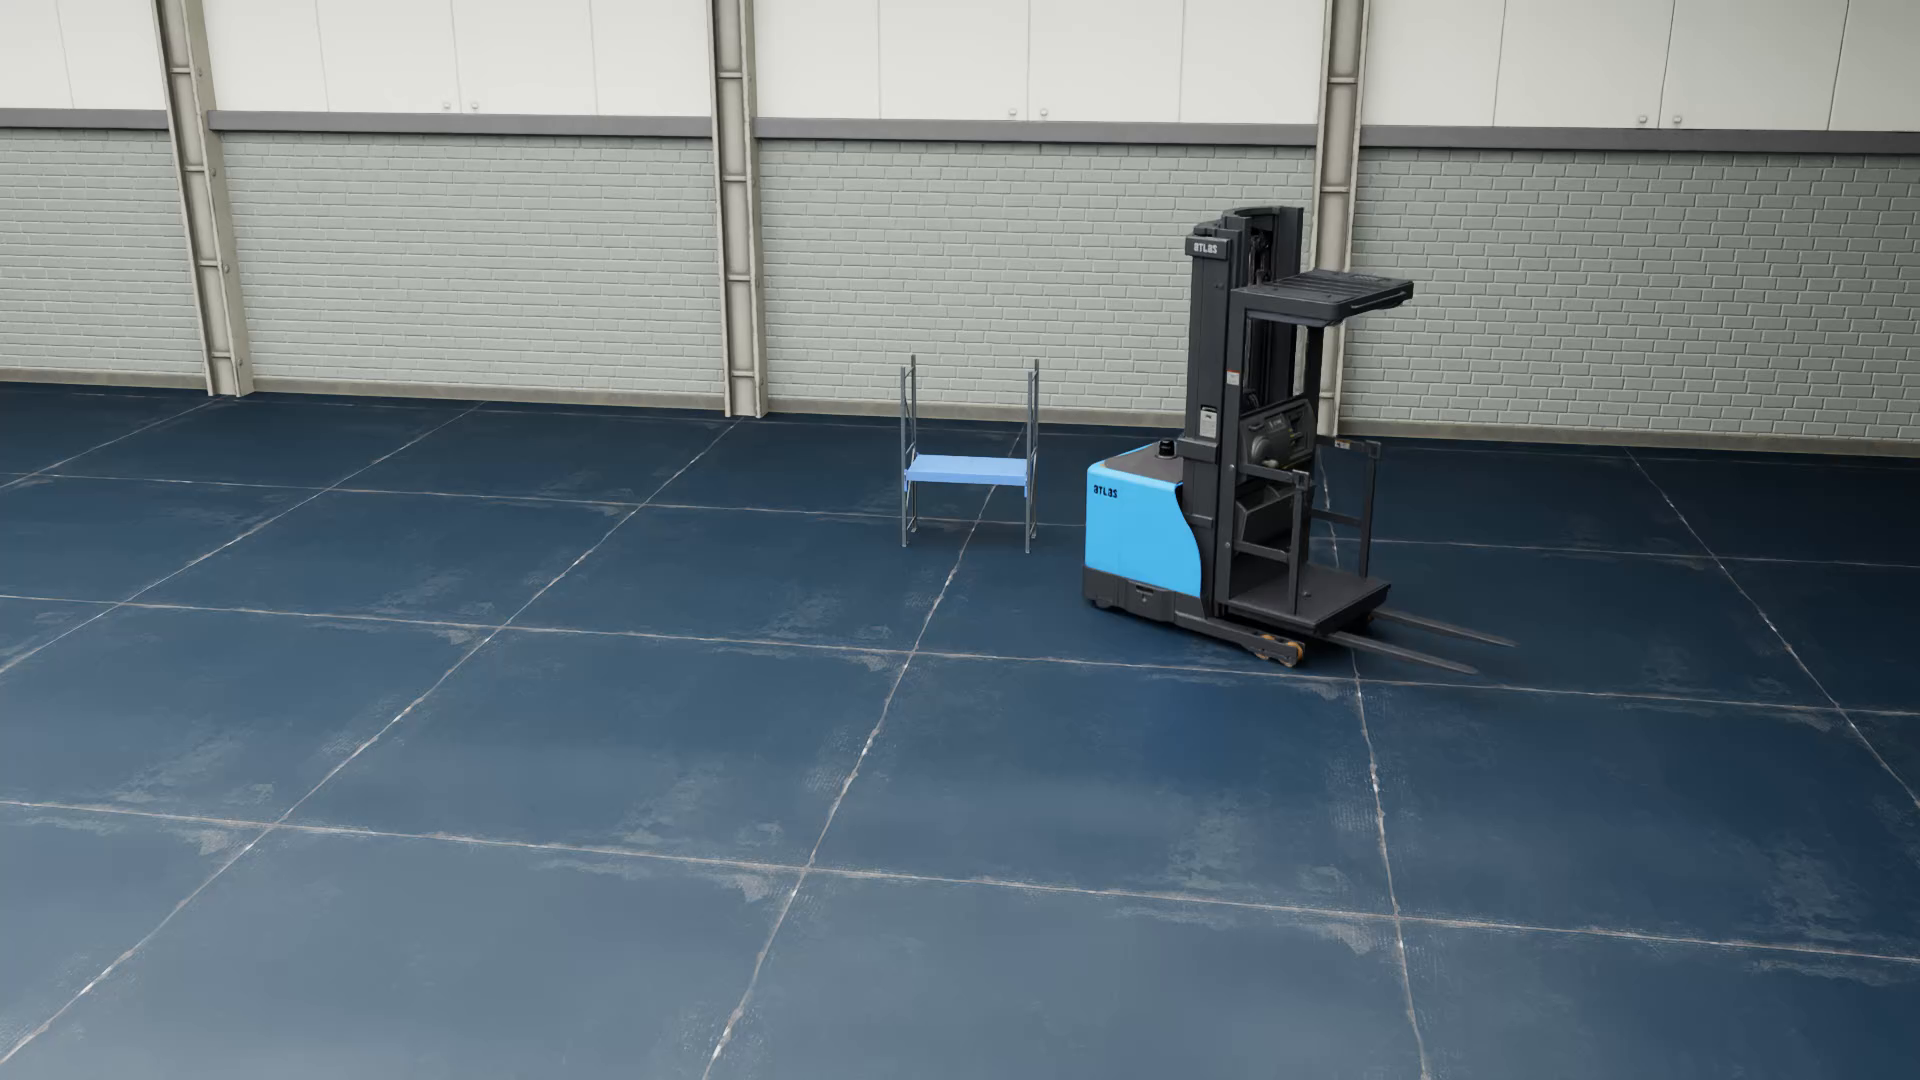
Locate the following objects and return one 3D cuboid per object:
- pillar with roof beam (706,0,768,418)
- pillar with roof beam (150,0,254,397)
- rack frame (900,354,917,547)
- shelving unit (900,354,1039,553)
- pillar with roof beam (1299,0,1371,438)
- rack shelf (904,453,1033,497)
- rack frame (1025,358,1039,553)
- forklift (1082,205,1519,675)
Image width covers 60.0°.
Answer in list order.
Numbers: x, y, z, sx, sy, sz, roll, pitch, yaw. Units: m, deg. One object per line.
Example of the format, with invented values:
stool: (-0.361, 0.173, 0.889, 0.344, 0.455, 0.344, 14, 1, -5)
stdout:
pillar with roof beam: (-2.969, -4.274, 12.394, 0.400, 9.000, 9.100, 3, 19, 9)
pillar with roof beam: (-8.893, -4.576, 13.297, 0.400, 9.000, 9.100, 3, 19, 9)
rack frame: (-0.418, -0.733, 13.629, 0.032, 1.500, 0.500, 3, 19, 9)
shelving unit: (0.084, -0.707, 13.552, 1.048, 1.500, 0.538, 3, 19, 9)
pillar with roof beam: (2.955, -3.972, 11.492, 0.400, 9.000, 9.100, 3, 19, 9)
rack shelf: (0.084, -0.536, 13.609, 1.000, 0.185, 0.538, 3, 19, 9)
rack frame: (0.586, -0.681, 13.476, 0.032, 1.500, 0.500, 3, 19, 9)
forklift: (2.352, -0.722, 11.343, 3.031, 2.935, 1.130, 15, 24, 39)
